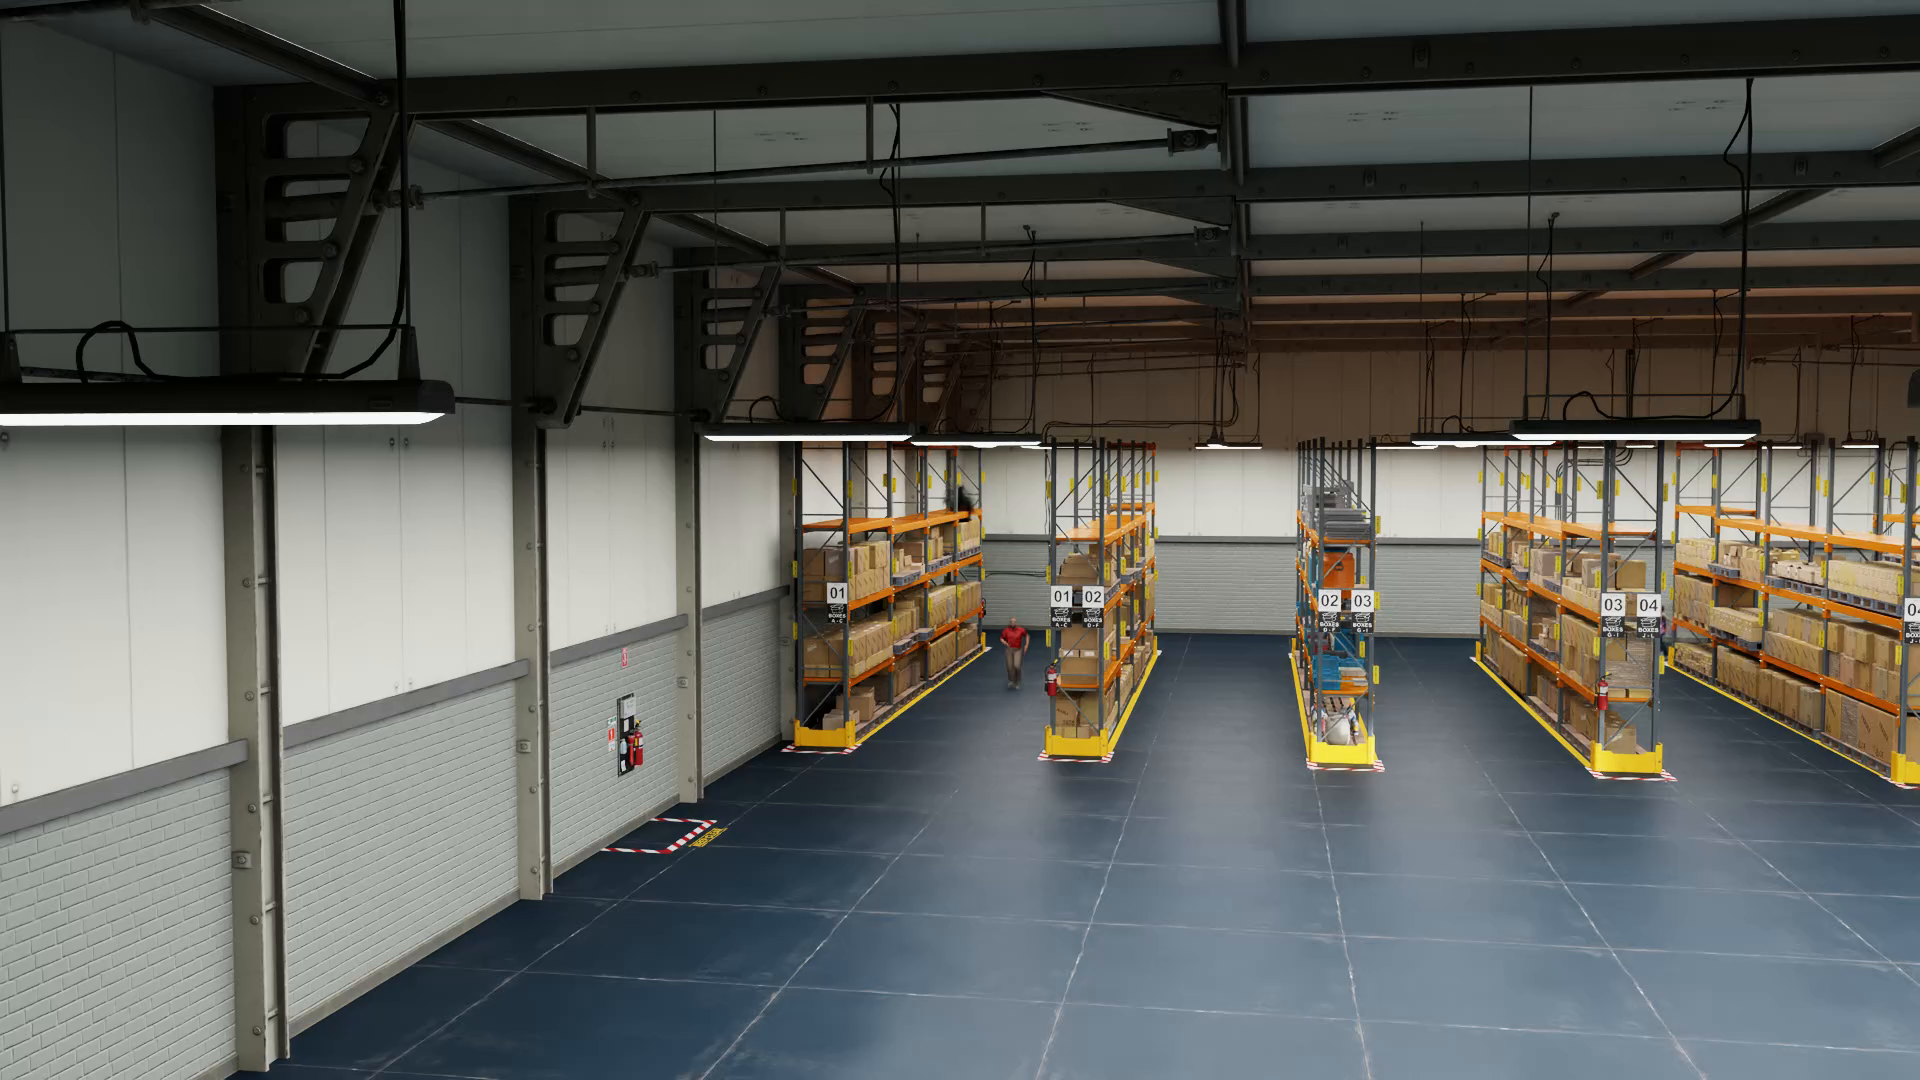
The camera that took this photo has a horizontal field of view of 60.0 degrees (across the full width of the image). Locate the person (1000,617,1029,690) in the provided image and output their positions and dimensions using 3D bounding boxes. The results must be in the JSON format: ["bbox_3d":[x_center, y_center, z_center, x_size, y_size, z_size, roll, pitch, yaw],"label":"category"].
[{"bbox_3d":[1.307,2.768,40.158,0.680,1.795,0.752,0,3,7],"label":"person"}]

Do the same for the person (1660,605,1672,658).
[{"bbox_3d":[19.340,2.539,45.904,0.640,1.528,0.675,0,3,5],"label":"person"}]
